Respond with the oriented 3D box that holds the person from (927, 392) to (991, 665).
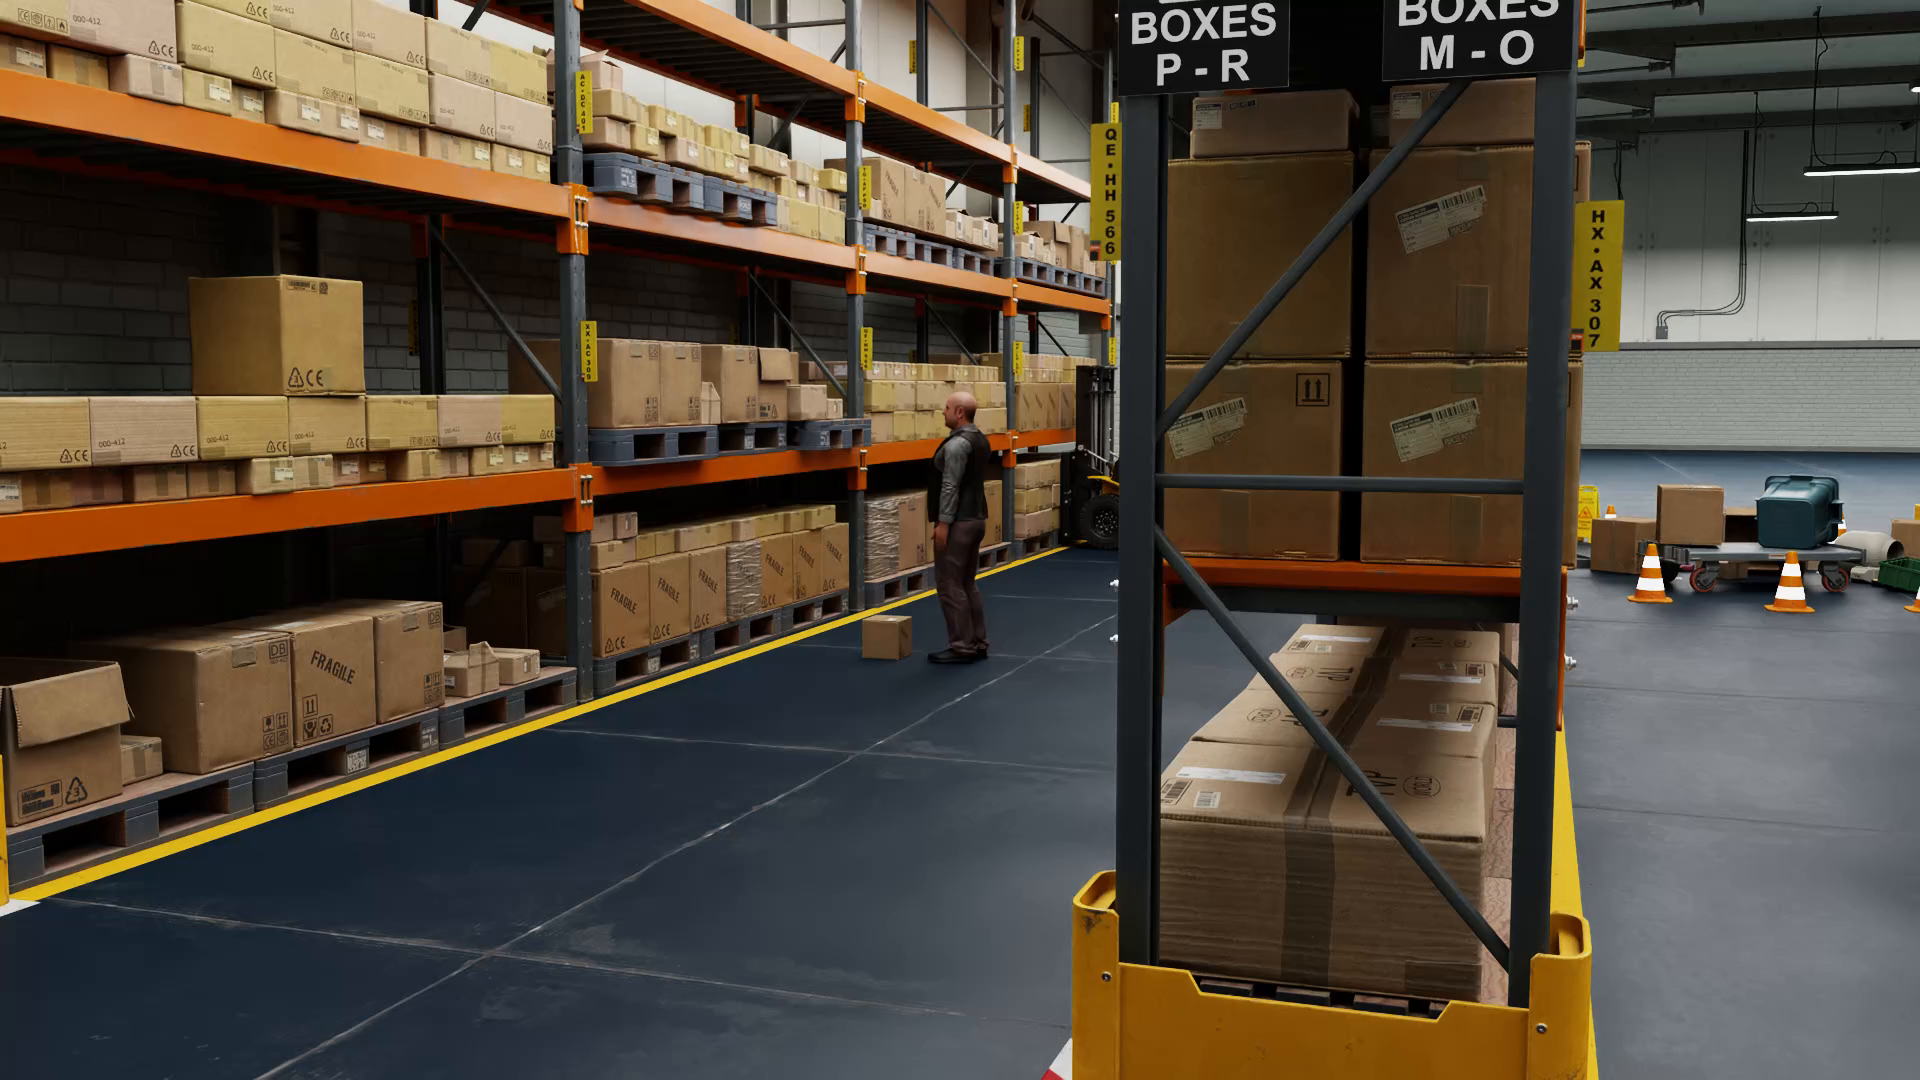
[{"bbox_3d":[-0.018,-0.032,10.574,0.359,1.634,0.531,2,5,20],"label":"person"}]
